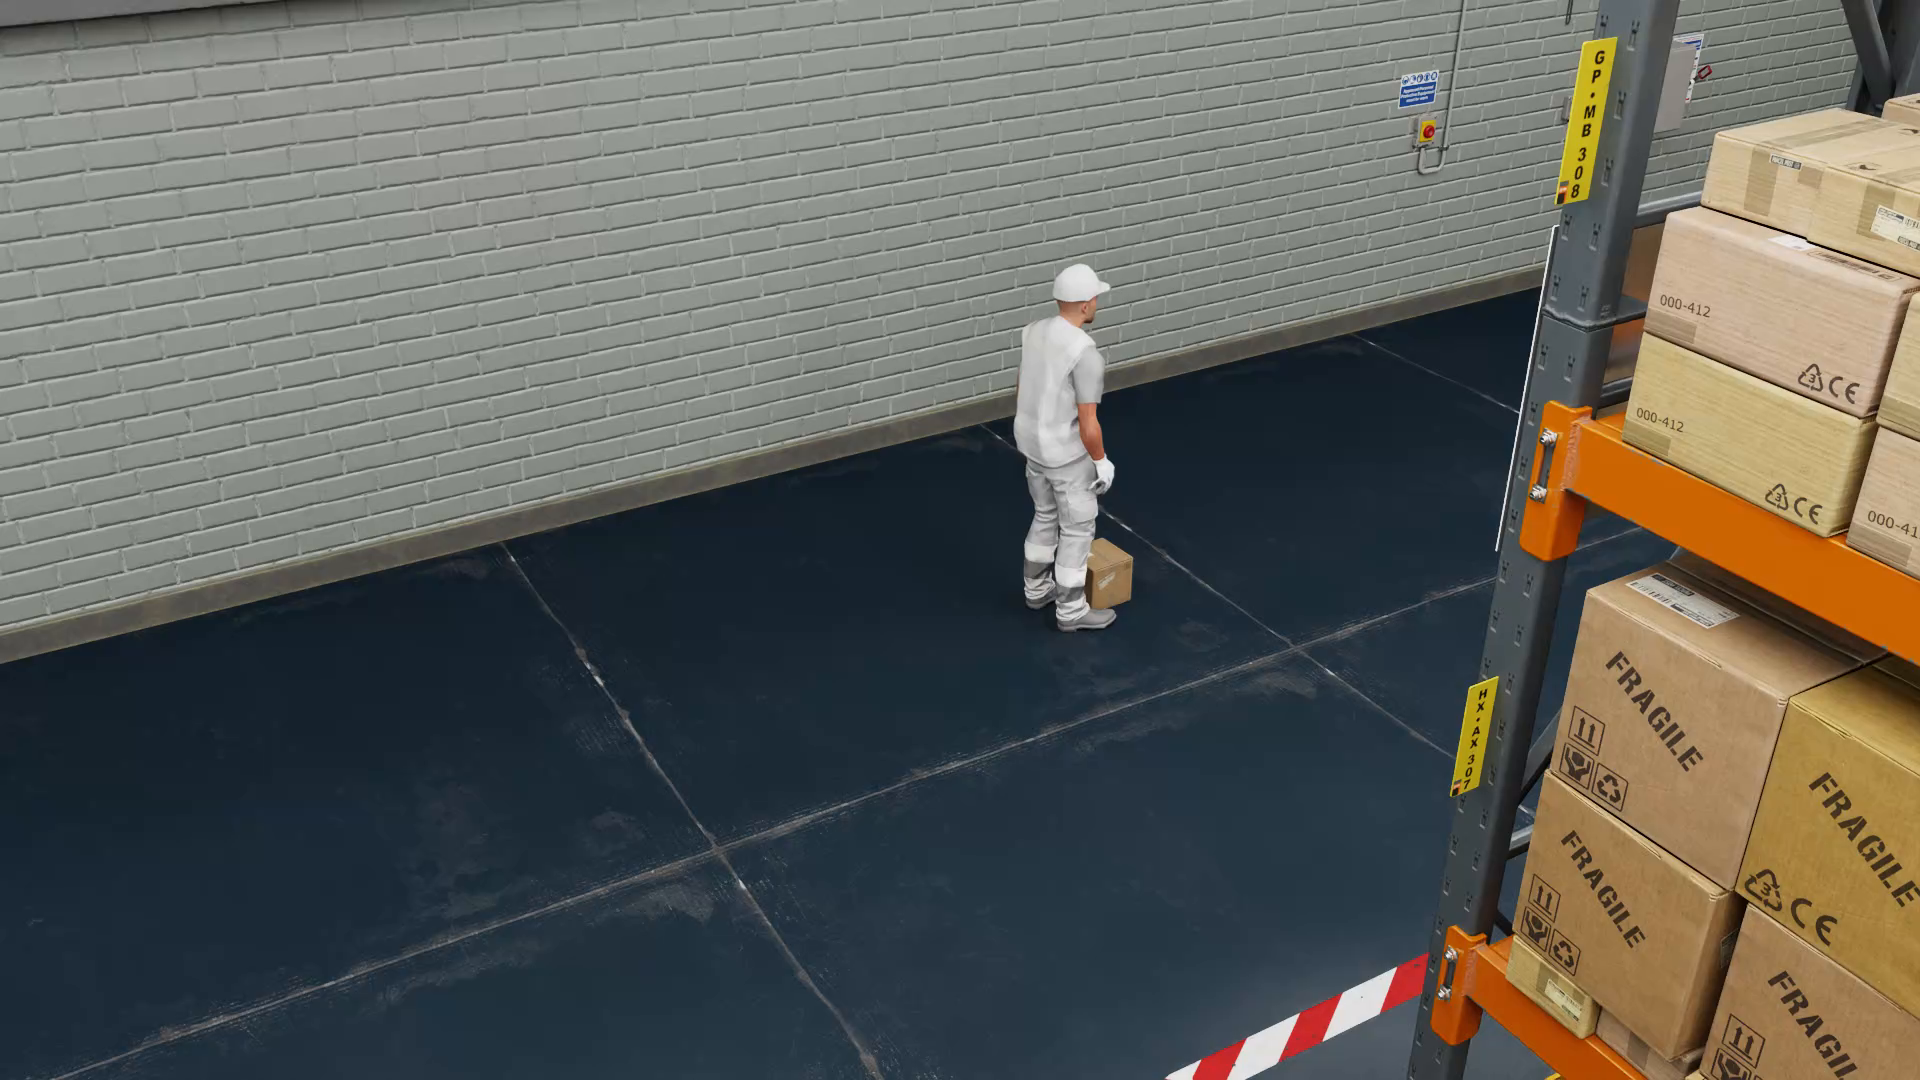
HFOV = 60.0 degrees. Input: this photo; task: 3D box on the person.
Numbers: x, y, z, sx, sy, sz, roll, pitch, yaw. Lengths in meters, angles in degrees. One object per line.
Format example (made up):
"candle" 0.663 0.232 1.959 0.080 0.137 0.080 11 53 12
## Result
"person" 0.497 -0.437 7.905 0.449 1.780 0.623 -17 33 -28
